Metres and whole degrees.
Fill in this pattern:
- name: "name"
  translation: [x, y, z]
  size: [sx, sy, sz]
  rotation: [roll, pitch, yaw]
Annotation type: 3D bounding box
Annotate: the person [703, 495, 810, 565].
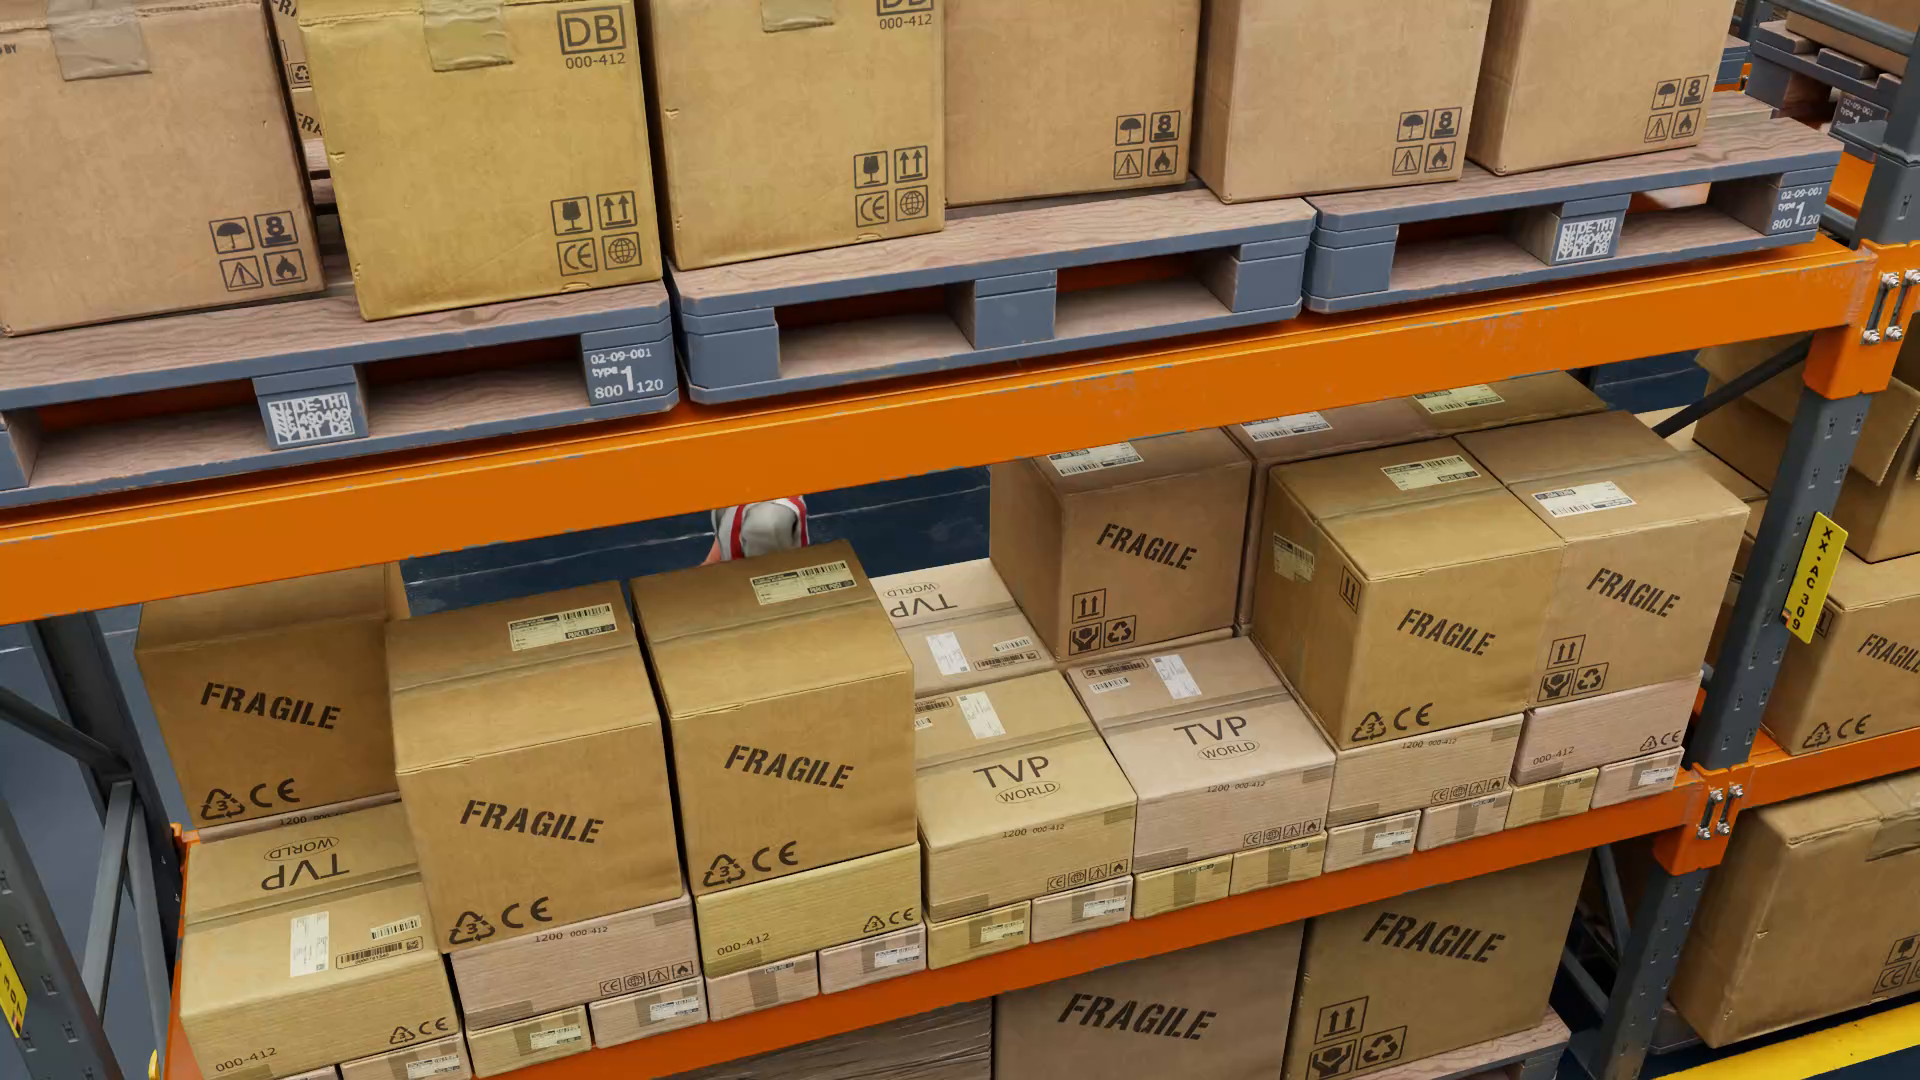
- name: "person"
  translation: [5.524, 1.086, 4.484]
  size: [11.342, 1.791, 7.342]
  rotation: [-11, 35, -16]
